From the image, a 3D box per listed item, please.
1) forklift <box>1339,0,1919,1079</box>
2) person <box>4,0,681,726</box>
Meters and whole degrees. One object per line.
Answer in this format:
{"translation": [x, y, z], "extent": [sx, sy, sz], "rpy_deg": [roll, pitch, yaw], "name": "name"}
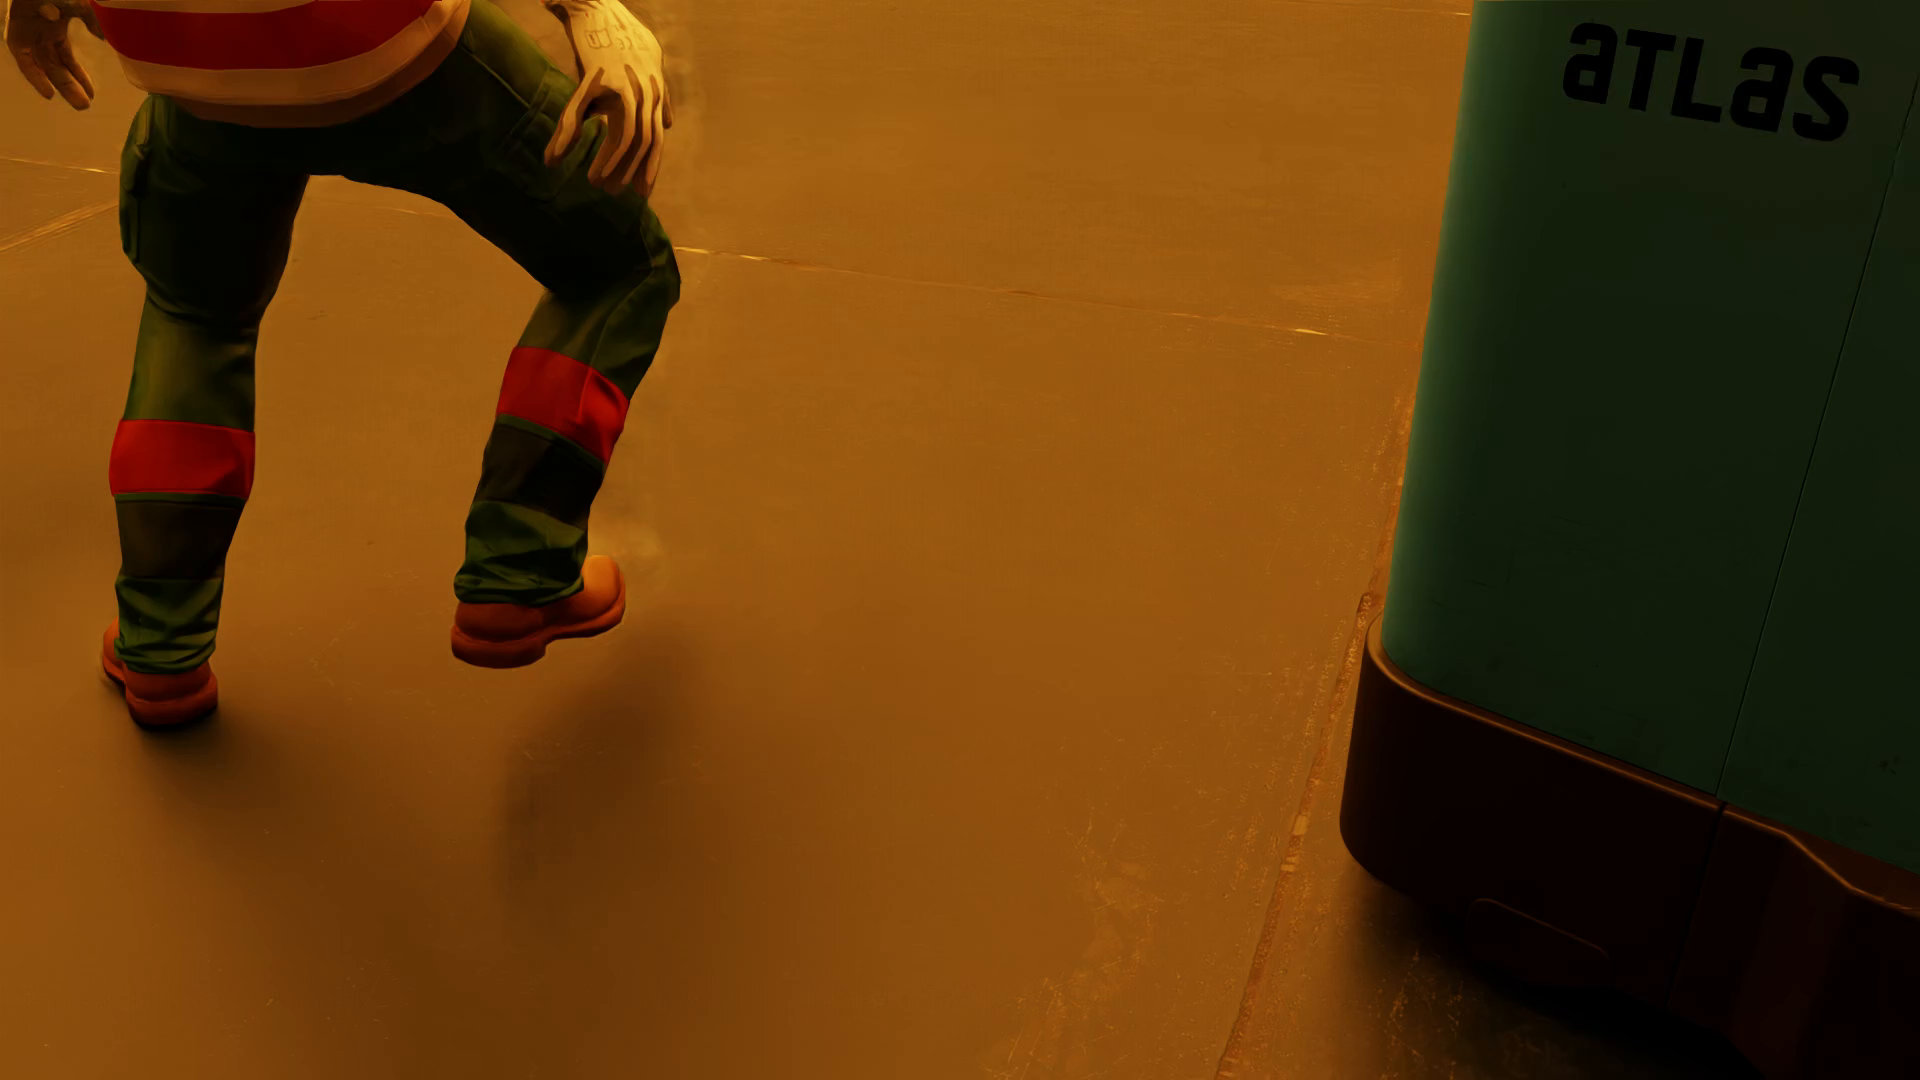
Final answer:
{"translation": [1.880, -0.624, 0.628], "extent": [3.031, 2.935, 1.130], "rpy_deg": [21, 36, 33], "name": "forklift"}
{"translation": [-0.729, -0.583, 1.835], "extent": [0.949, 1.679, 0.553], "rpy_deg": [10, 31, 17], "name": "person"}
